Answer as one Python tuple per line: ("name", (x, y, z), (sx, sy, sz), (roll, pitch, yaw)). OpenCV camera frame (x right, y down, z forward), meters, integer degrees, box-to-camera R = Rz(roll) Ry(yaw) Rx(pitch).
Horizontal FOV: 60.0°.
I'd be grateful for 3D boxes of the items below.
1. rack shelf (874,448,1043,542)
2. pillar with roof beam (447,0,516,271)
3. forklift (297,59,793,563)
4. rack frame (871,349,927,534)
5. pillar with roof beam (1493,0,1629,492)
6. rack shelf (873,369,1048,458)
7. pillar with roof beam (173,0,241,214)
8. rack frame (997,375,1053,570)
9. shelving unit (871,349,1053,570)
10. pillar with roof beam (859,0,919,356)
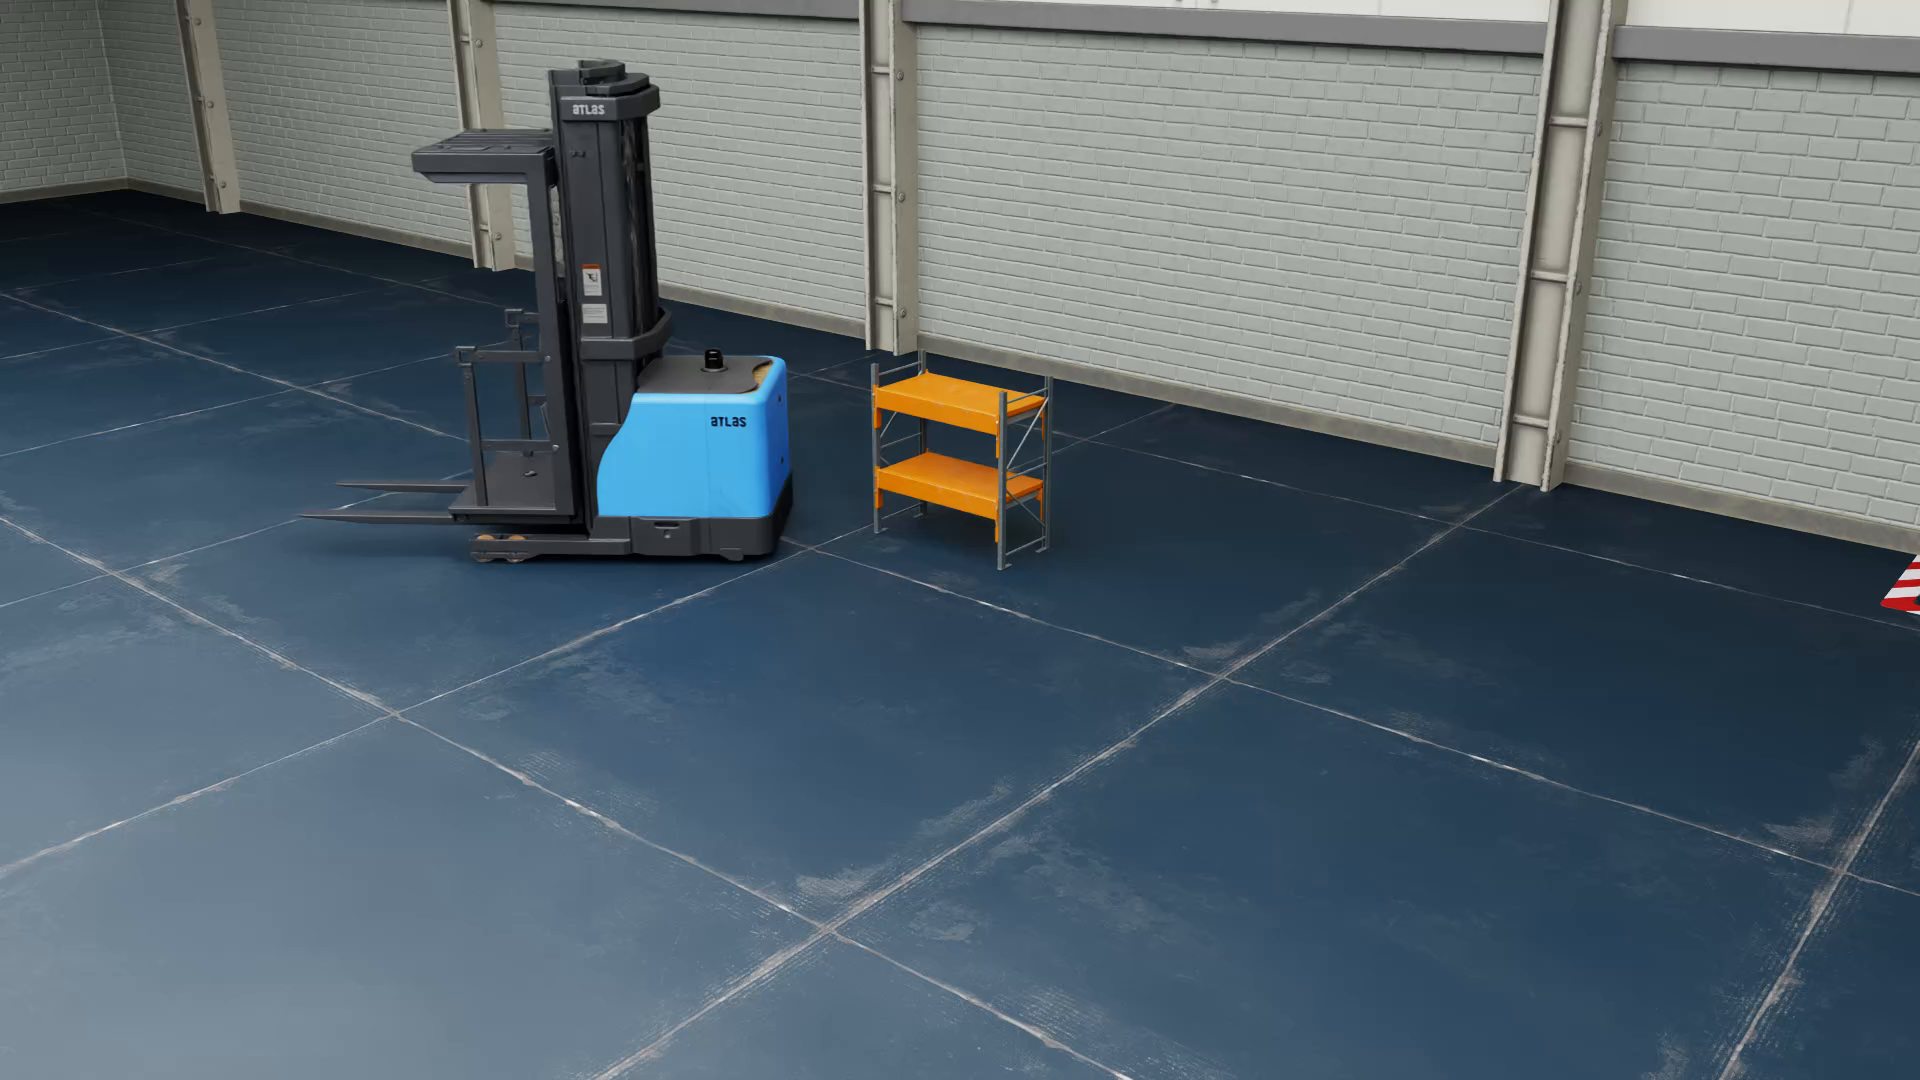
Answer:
("rack shelf", (0.005, -0.296, 10.552), (1.000, 0.278, 0.538), (16, 26, 36))
("pillar with roof beam", (-7.992, -6.131, 14.173), (0.400, 9.000, 9.100), (16, 26, 36))
("forklift", (-2.644, -1.416, 10.269), (3.031, 2.935, 1.130), (1, 21, 2))
("rack frame", (-0.389, -0.638, 10.766), (0.032, 1.125, 0.500), (16, 26, 36))
("pillar with roof beam", (1.305, -3.454, 7.074), (0.400, 9.000, 9.100), (16, 26, 36))
("rack shelf", (0.005, -0.799, 10.362), (1.000, 0.278, 0.538), (16, 26, 36))
("pillar with roof beam", (-12.640, -7.470, 17.723), (0.400, 9.000, 9.100), (16, 26, 36))
("rack frame", (0.399, -0.411, 10.165), (0.032, 1.125, 0.500), (16, 26, 36))
("shelving unit", (0.005, -0.525, 10.466), (1.048, 1.125, 0.538), (16, 26, 36))
("pillar with roof beam", (-3.344, -4.792, 10.623), (0.400, 9.000, 9.100), (16, 26, 36))
